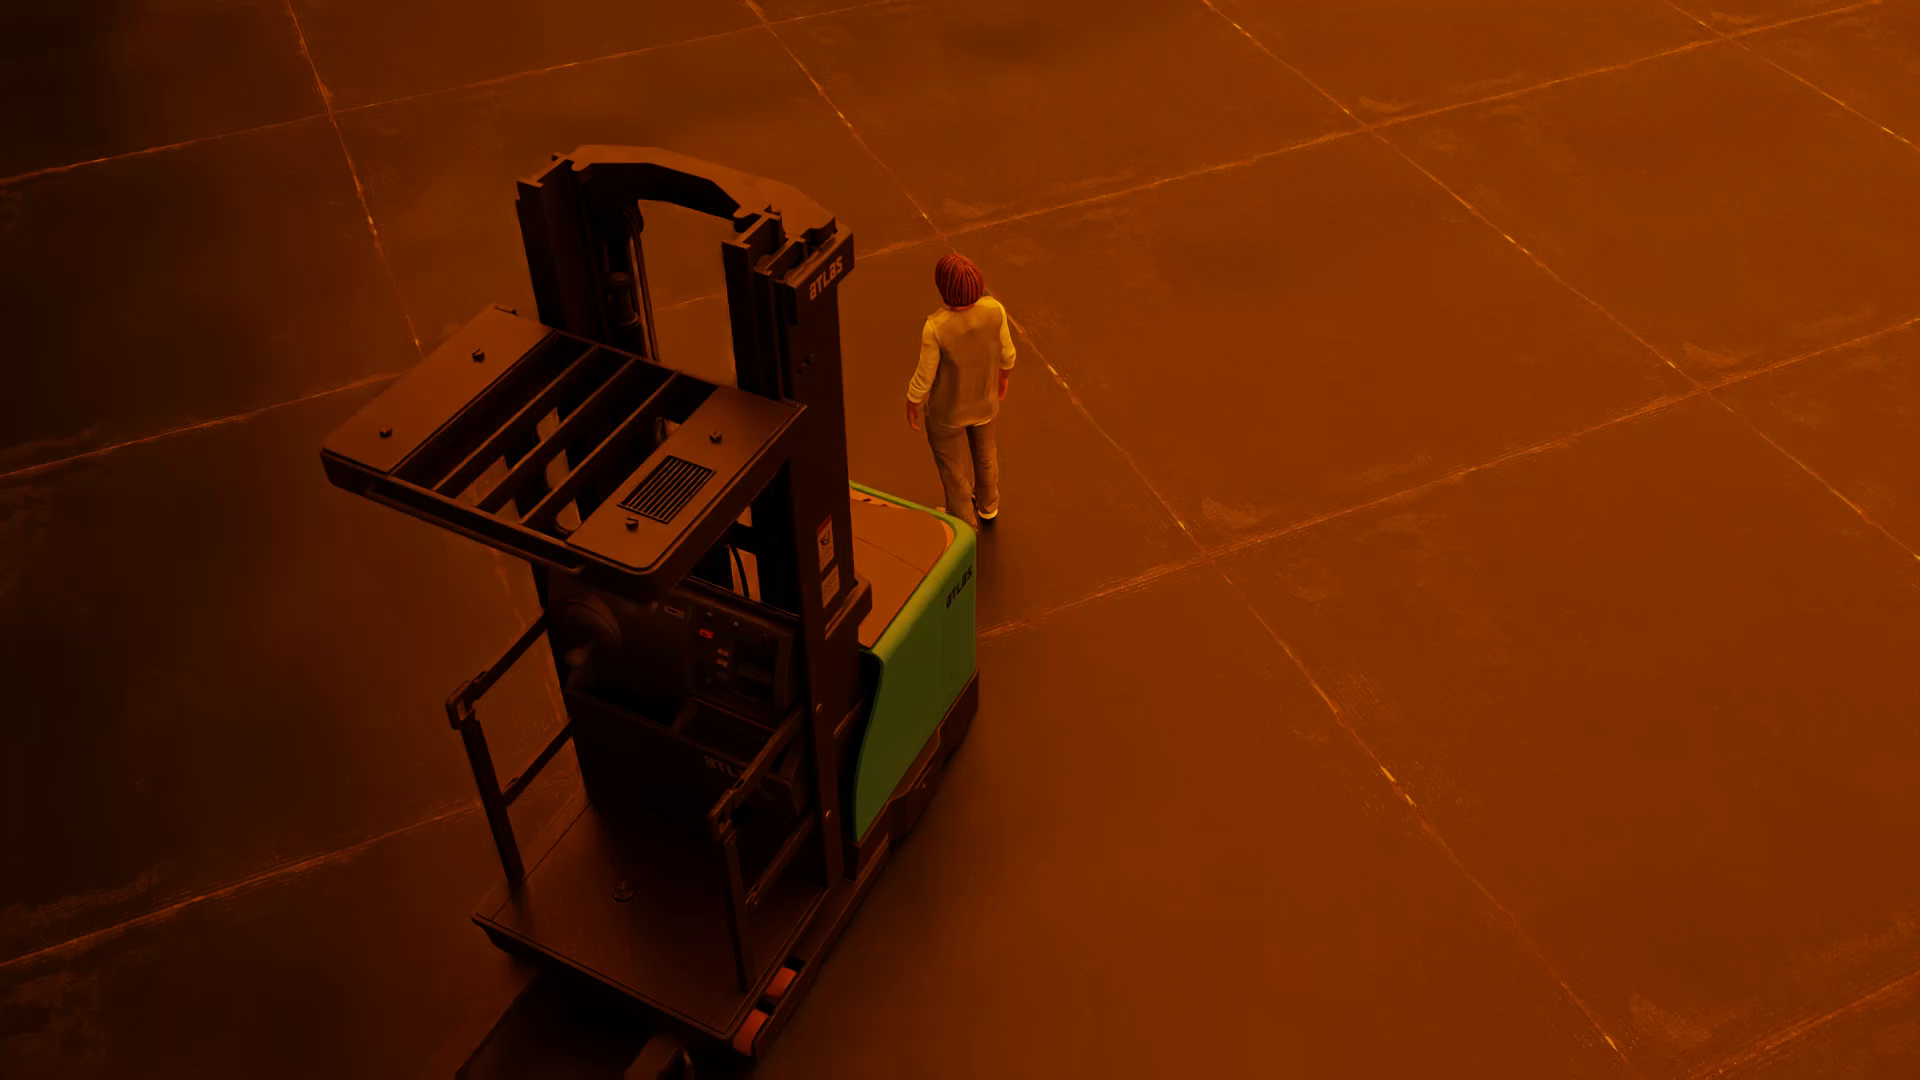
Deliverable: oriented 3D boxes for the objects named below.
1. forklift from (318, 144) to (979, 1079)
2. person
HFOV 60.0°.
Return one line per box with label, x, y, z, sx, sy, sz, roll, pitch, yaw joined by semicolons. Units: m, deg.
forklift;-1.042;0.398;5.254;1.130;2.935;3.031;19;46;19
person;-0.019;-0.640;7.333;0.520;1.600;0.472;-18;46;-18
